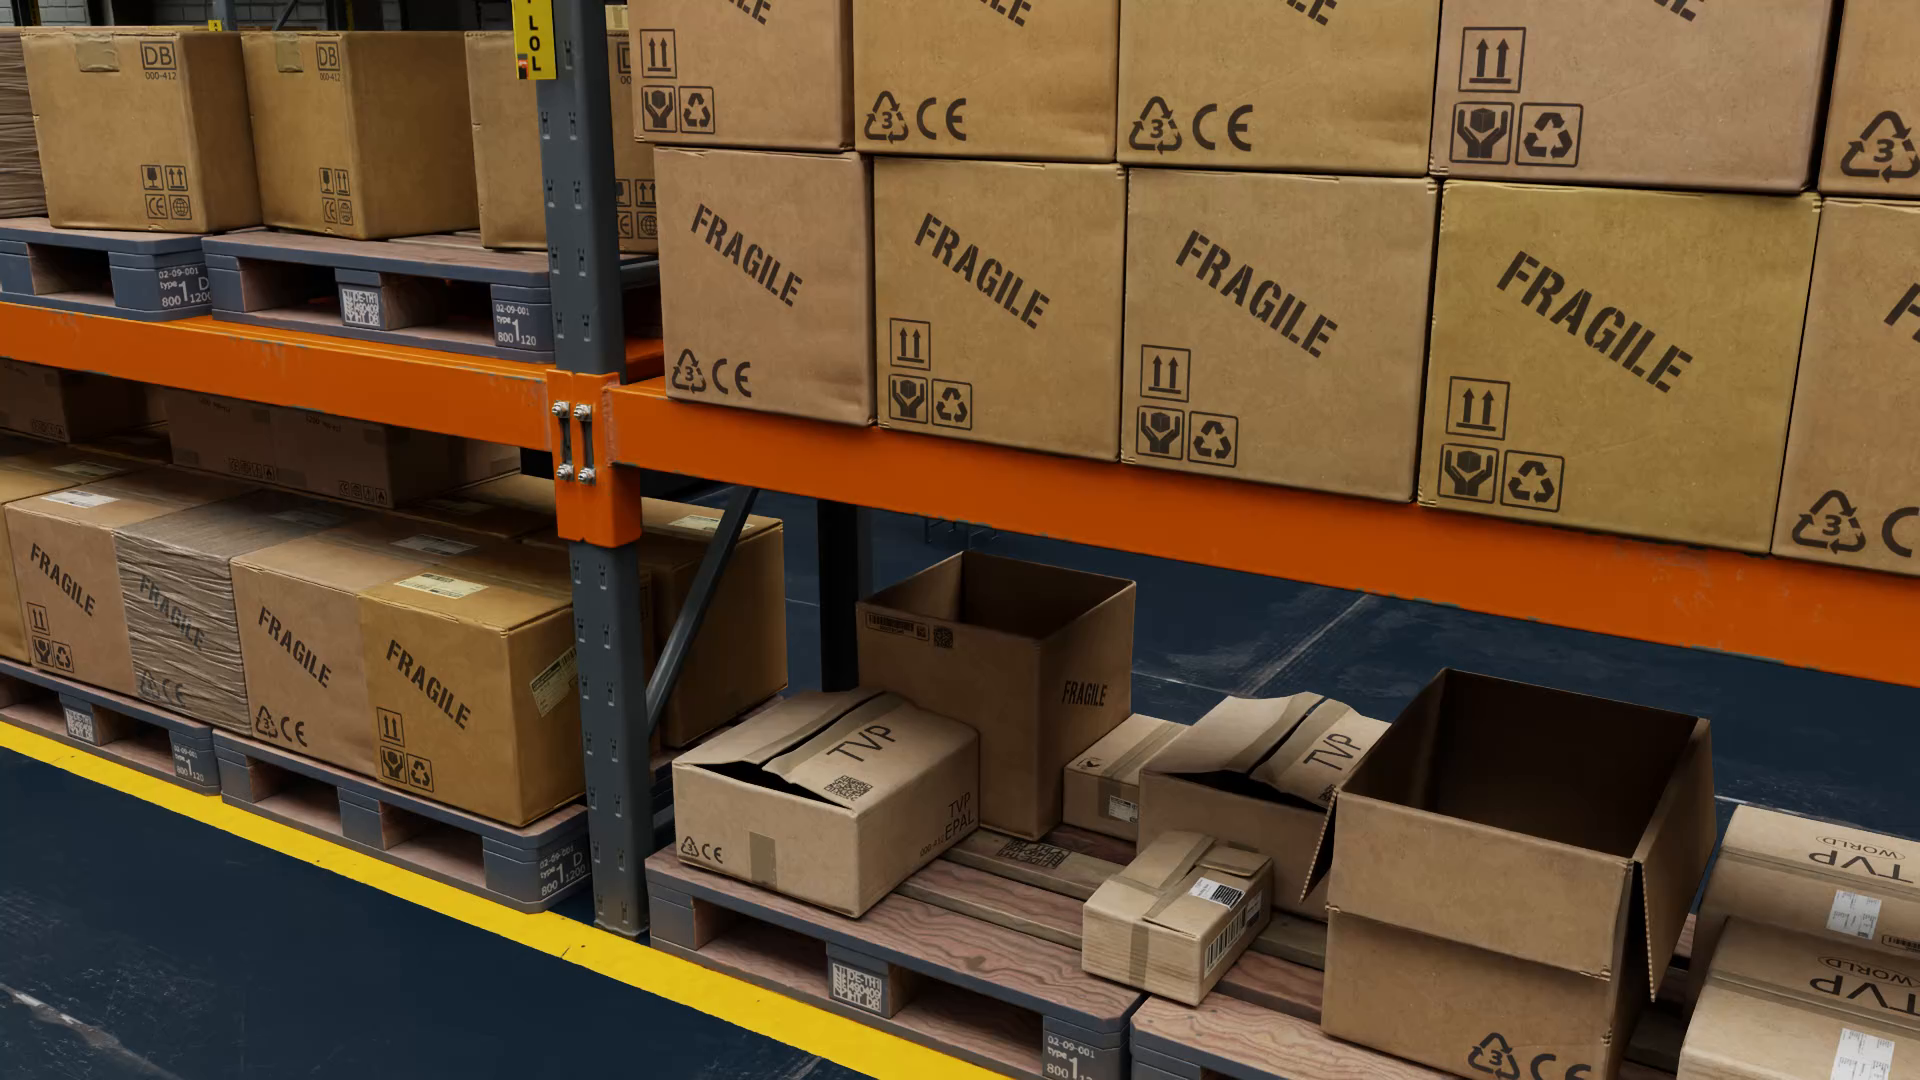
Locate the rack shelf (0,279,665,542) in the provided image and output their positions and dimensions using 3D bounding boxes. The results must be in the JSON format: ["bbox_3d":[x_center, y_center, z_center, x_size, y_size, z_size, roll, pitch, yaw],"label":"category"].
[{"bbox_3d":[-2.246,-0.602,4.941,4.000,0.370,1.077,10,20,30],"label":"rack shelf"}]

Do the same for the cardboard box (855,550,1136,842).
[{"bbox_3d":[0.092,0.360,4.080,0.500,0.500,0.500,10,20,30],"label":"cardboard box"}]

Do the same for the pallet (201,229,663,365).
[{"bbox_3d":[-1.165,-0.699,4.352,1.213,0.211,1.003,10,20,30],"label":"pallet"}]

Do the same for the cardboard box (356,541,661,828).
[{"bbox_3d":[-1.112,0.339,4.147,0.500,0.500,0.500,10,20,30],"label":"cardboard box"}]

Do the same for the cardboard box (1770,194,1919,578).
[{"bbox_3d":[1.477,-0.238,2.331,0.500,0.500,0.500,10,20,30],"label":"cardboard box"}]

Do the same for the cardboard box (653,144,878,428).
[{"bbox_3d":[-0.250,-0.545,3.343,0.500,0.500,0.500,11,20,31],"label":"cardboard box"}]

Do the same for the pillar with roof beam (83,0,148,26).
[{"bbox_3d":[-9.382,-5.607,9.857,0.400,9.000,9.100,10,20,30],"label":"pillar with roof beam"}]

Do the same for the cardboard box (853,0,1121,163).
[{"bbox_3d":[0.153,-0.949,2.951,0.500,0.500,0.500,9,19,28],"label":"cardboard box"}]

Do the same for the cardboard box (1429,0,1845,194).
[{"bbox_3d":[1.031,-0.792,2.436,0.500,0.500,0.500,11,20,32],"label":"cardboard box"}]

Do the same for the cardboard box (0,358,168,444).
[{"bbox_3d":[-2.980,-0.532,5.726,0.500,0.250,0.500,11,20,32],"label":"cardboard box"}]

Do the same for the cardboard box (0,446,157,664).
[{"bbox_3d":[-2.838,0.031,5.163,0.500,0.500,0.500,10,19,29],"label":"cardboard box"}]

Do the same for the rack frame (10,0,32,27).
[{"bbox_3d":[-8.178,-3.695,13.884,0.127,3.000,1.000,10,20,30],"label":"rack frame"}]

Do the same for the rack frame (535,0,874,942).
[{"bbox_3d":[-0.542,-0.642,3.835,0.127,3.000,1.000,10,20,30],"label":"rack frame"}]

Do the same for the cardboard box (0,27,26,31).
[{"bbox_3d":[-7.075,-3.687,12.791,0.500,0.500,0.500,9,19,28],"label":"cardboard box"}]

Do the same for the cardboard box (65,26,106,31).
[{"bbox_3d":[-6.186,-3.532,12.282,0.500,0.500,0.500,9,19,28],"label":"cardboard box"}]

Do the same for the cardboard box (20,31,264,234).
[{"bbox_3d":[-2.079,-1.144,4.593,0.500,0.500,0.700,5,18,16],"label":"cardboard box"}]

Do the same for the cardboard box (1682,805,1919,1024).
[{"bbox_3d":[1.700,0.766,3.172,0.500,0.250,0.500,10,20,30],"label":"cardboard box"}]

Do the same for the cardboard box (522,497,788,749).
[{"bbox_3d":[-0.826,0.209,4.575,0.500,0.500,0.500,9,19,28],"label":"cardboard box"}]

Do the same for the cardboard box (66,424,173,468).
[{"bbox_3d":[-2.589,-0.102,5.601,0.500,0.500,0.500,9,19,28],"label":"cardboard box"}]

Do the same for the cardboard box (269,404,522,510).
[{"bbox_3d":[-1.678,-0.302,4.967,0.500,0.250,0.500,10,20,30],"label":"cardboard box"}]

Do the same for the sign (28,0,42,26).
[{"bbox_3d":[-7.870,-4.535,14.113,0.005,0.325,0.100,10,20,30],"label":"sign"}]

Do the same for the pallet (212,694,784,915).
[{"bbox_3d":[-1.254,0.578,4.616,1.213,0.211,1.003,10,20,30],"label":"pallet"}]

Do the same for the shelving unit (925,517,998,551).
[{"bbox_3d":[0.007,-0.429,6.746,0.210,0.900,0.258,10,20,30],"label":"shelving unit"}]

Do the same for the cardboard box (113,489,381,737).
[{"bbox_3d":[-1.956,0.186,4.653,0.500,0.500,0.500,10,20,31],"label":"cardboard box"}]

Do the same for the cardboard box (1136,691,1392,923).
[{"bbox_3d":[0.732,0.564,3.732,0.500,0.311,0.500,10,20,30],"label":"cardboard box"}]

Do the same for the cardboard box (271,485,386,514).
[{"bbox_3d":[-1.708,0.053,5.089,0.500,0.500,0.500,10,20,31],"label":"cardboard box"}]

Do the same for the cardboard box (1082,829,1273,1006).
[{"bbox_3d":[0.445,0.749,3.371,0.250,0.166,0.380,10,20,30],"label":"cardboard box"}]

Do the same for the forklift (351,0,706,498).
[{"bbox_3d":[-2.494,-1.811,7.799,3.031,2.935,1.130,9,19,28],"label":"forklift"}]

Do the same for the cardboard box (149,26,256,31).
[{"bbox_3d":[-5.334,-3.378,11.776,0.500,0.500,0.500,10,20,30],"label":"cardboard box"}]

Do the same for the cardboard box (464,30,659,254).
[{"bbox_3d":[-0.828,-1.018,4.179,0.500,0.500,0.700,4,17,12],"label":"cardboard box"}]

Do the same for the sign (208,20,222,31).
[{"bbox_3d":[-5.047,-3.365,11.309,0.005,0.325,0.100,10,20,30],"label":"sign"}]

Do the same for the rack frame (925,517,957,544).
[{"bbox_3d":[-0.080,-0.445,6.797,0.006,0.900,0.240,10,20,30],"label":"rack frame"}]

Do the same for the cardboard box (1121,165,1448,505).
[{"bbox_3d":[0.613,-0.391,2.836,0.500,0.500,0.500,10,20,30],"label":"cardboard box"}]

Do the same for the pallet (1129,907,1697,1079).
[{"bbox_3d":[1.087,0.982,3.285,1.213,0.211,1.003,10,20,30],"label":"pallet"}]
